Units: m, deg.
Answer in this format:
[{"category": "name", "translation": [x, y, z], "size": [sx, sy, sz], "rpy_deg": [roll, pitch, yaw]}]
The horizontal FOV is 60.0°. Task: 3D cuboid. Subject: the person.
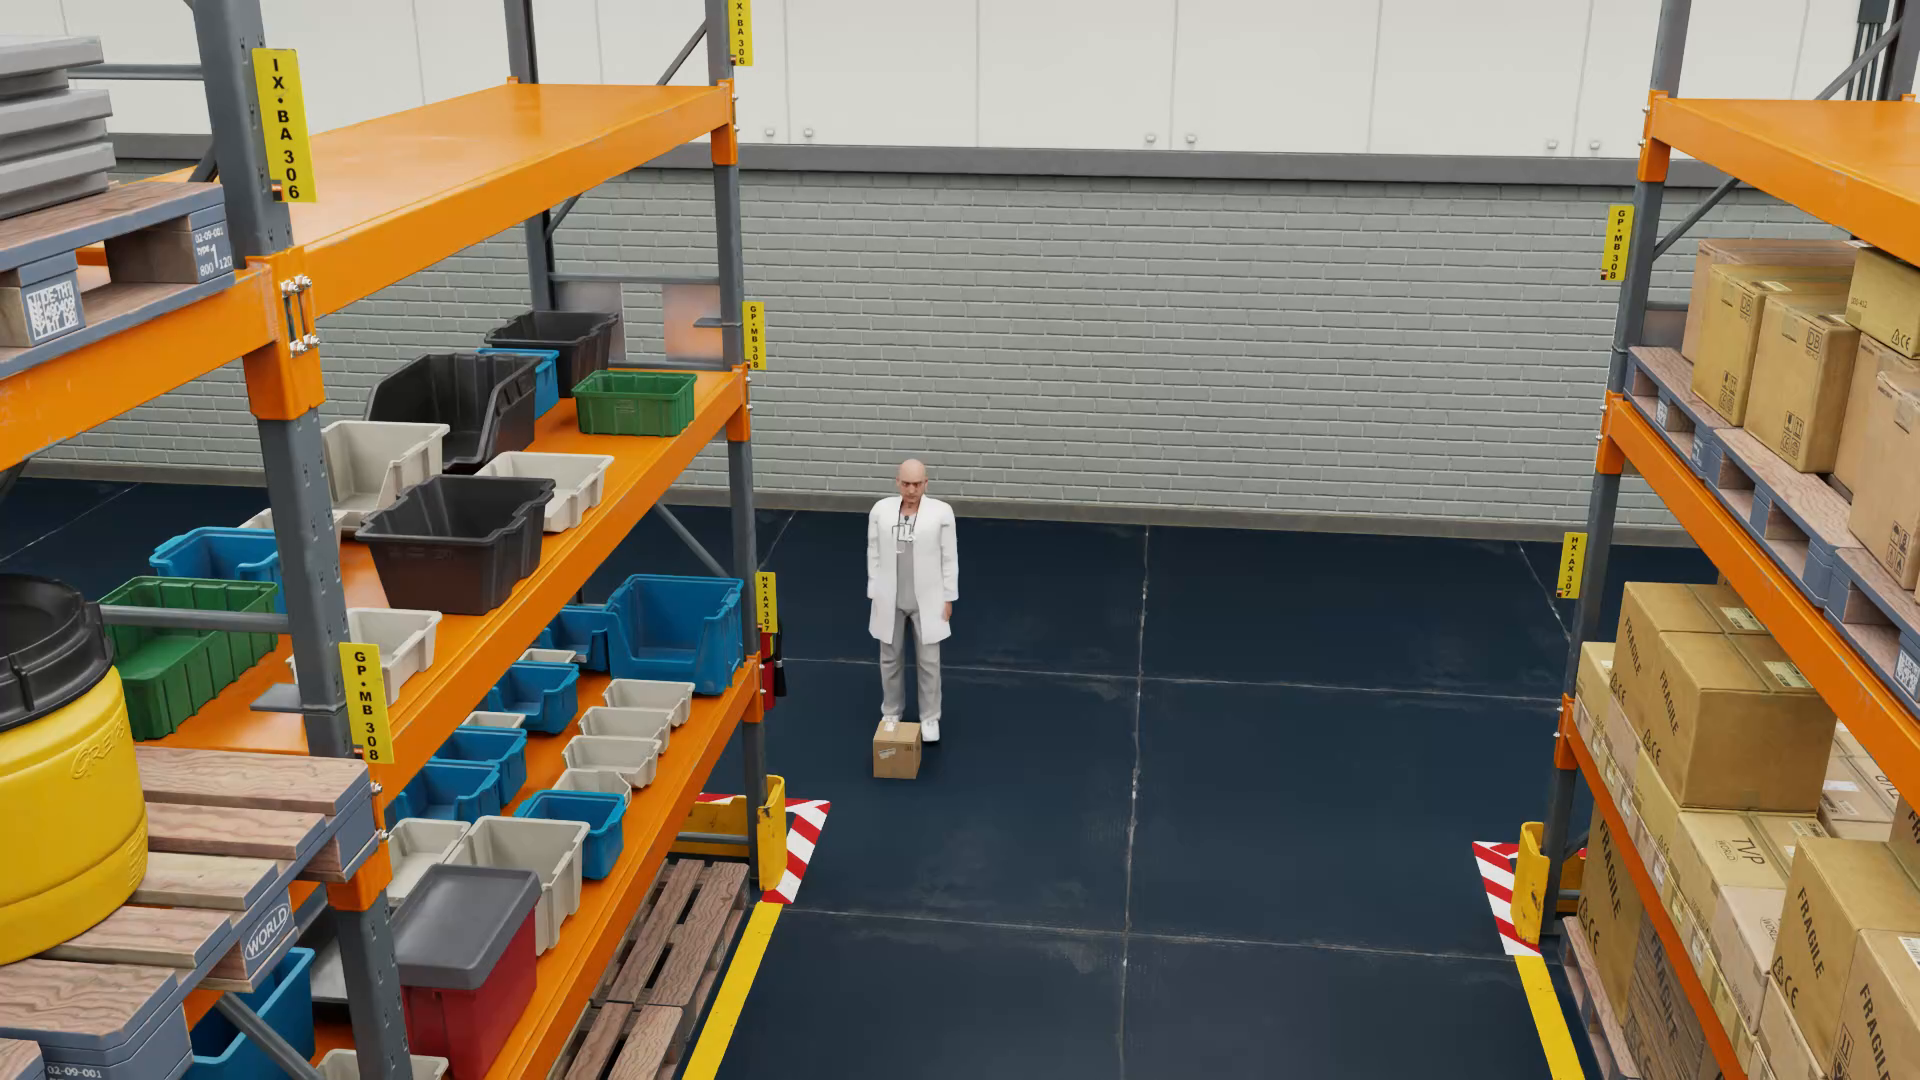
[{"category": "person", "translation": [-0.291, 0.370, 10.140], "size": [0.562, 1.779, 0.407], "rpy_deg": [3, 21, 8]}]
